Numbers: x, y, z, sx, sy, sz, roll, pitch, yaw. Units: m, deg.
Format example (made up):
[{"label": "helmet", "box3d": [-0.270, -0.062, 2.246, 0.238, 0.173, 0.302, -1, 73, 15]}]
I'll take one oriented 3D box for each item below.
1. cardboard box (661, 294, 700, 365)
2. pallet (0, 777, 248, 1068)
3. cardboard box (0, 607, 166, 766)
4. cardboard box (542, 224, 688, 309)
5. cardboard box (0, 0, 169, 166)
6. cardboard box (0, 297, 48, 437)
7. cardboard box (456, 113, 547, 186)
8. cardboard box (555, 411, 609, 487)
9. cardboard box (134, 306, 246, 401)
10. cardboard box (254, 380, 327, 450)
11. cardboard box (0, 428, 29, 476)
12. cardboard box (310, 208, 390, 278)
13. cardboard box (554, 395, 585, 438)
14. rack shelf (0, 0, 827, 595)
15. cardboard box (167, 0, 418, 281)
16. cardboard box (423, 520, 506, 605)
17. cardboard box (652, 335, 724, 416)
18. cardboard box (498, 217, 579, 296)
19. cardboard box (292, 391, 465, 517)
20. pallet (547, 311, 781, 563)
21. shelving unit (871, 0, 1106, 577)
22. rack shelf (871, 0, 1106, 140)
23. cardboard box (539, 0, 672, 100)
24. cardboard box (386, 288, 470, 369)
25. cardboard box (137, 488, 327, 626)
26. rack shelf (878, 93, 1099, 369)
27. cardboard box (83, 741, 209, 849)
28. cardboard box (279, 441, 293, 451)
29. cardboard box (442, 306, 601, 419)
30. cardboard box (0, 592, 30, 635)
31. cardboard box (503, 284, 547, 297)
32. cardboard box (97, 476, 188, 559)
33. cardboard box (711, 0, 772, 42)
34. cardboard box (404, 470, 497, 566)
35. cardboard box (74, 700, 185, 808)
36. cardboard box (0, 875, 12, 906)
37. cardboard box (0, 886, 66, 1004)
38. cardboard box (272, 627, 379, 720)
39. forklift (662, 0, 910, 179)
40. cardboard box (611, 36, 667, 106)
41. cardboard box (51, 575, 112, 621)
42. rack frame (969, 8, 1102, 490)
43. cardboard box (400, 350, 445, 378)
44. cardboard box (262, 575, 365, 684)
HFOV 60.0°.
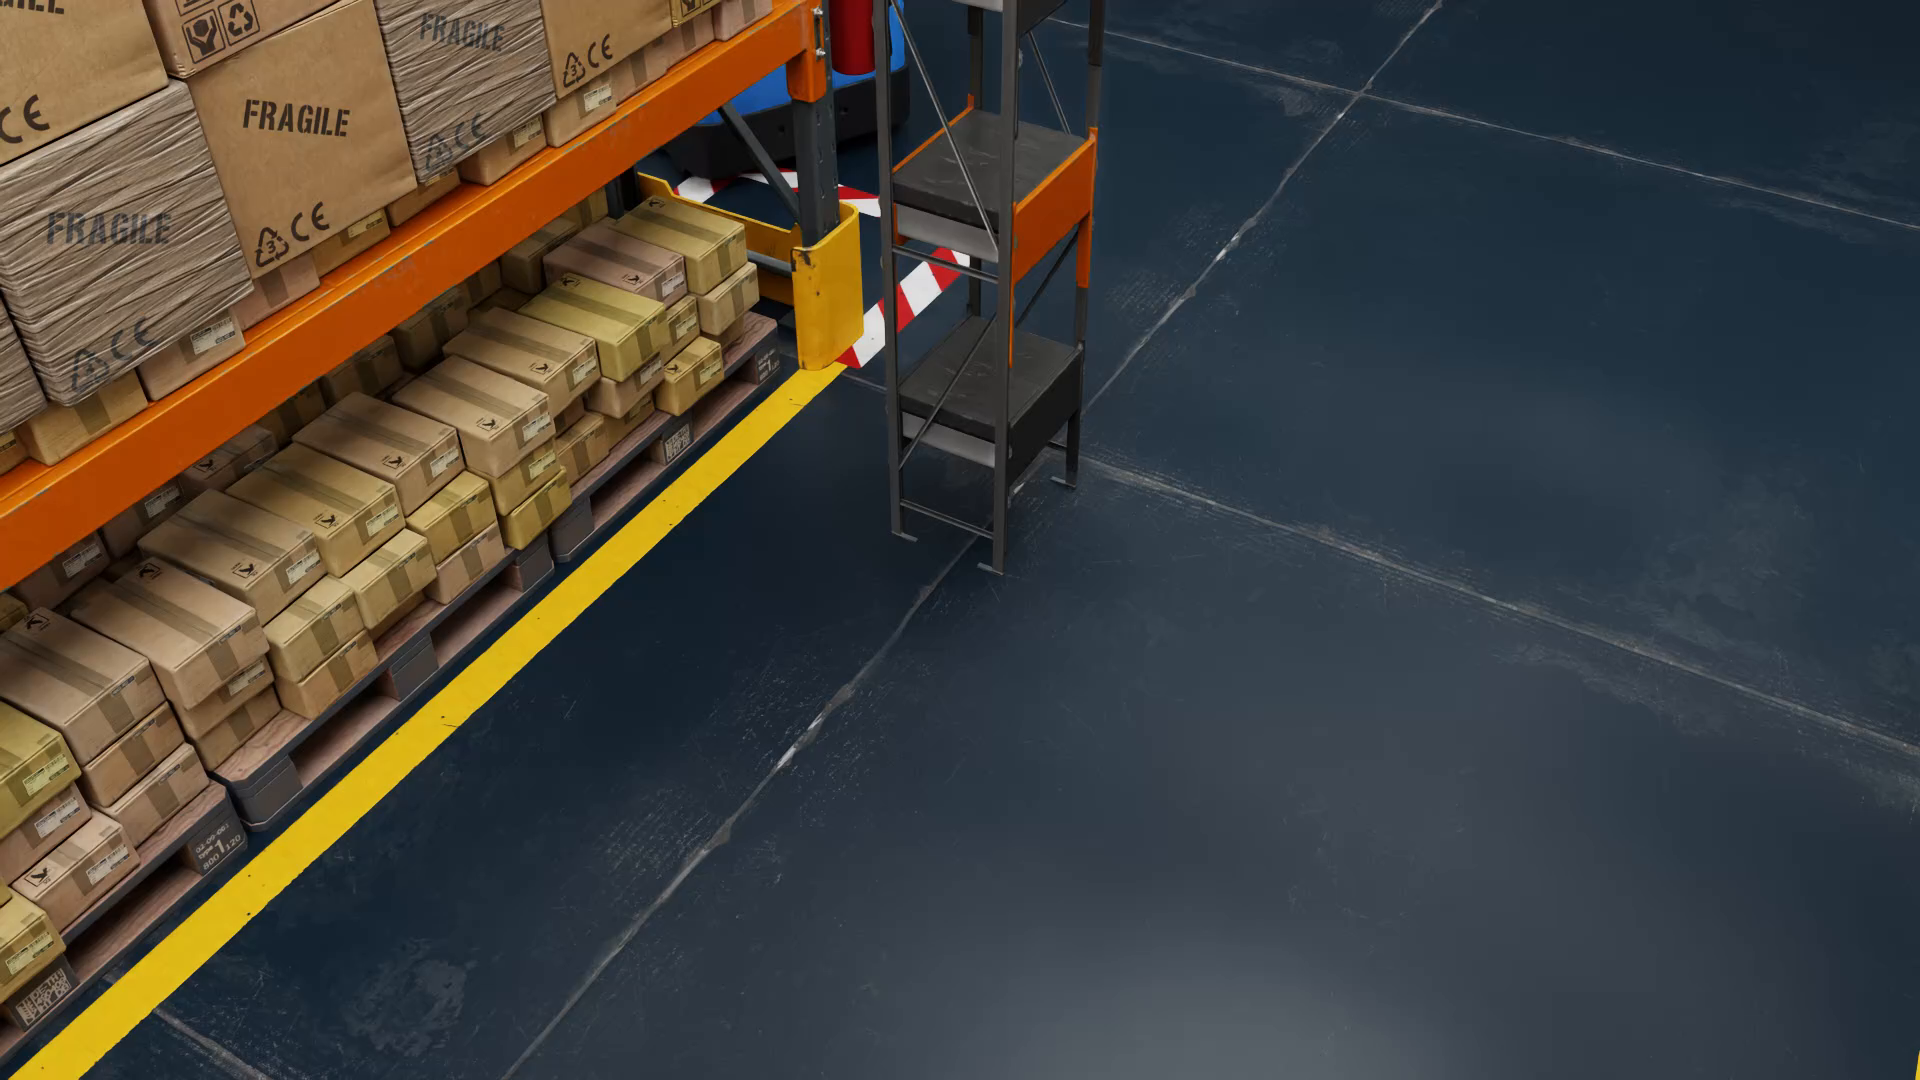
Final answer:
[{"label": "cardboard box", "box3d": [-1.077, -0.720, 5.412, 0.380, 0.149, 0.250, 20, 45, 21]}, {"label": "pallet", "box3d": [-2.579, 0.891, 4.079, 1.003, 0.211, 1.213, 21, 45, 22]}, {"label": "cardboard box", "box3d": [-2.149, 0.345, 3.978, 0.380, 0.149, 0.250, 20, 45, 21]}, {"label": "cardboard box", "box3d": [-1.104, -0.848, 5.333, 0.380, 0.149, 0.250, 22, 46, 23]}, {"label": "cardboard box", "box3d": [-1.923, -1.042, 3.106, 0.500, 0.500, 0.500, 22, 46, 23]}, {"label": "cardboard box", "box3d": [-2.177, -0.395, 3.128, 0.500, 0.500, 0.500, 21, 45, 22]}, {"label": "cardboard box", "box3d": [-1.336, -1.101, 4.421, 0.380, 0.149, 0.250, 19, 45, 20]}, {"label": "cardboard box", "box3d": [-1.326, -0.317, 5.180, 0.380, 0.149, 0.250, 21, 46, 22]}, {"label": "cardboard box", "box3d": [-1.843, -0.489, 3.726, 0.380, 0.149, 0.250, 23, 46, 24]}, {"label": "cardboard box", "box3d": [-2.081, -0.413, 4.838, 0.380, 0.149, 0.250, 22, 46, 23]}, {"label": "cardboard box", "box3d": [-2.166, -0.215, 3.415, 0.380, 0.149, 0.250, 19, 45, 20]}, {"label": "cardboard box", "box3d": [-1.641, -0.809, 4.089, 0.380, 0.149, 0.250, 22, 46, 23]}, {"label": "cardboard box", "box3d": [-1.382, -0.434, 5.087, 0.380, 0.149, 0.250, 20, 45, 22]}, {"label": "rack shelf", "box3d": [-1.884, -0.634, 4.245, 1.077, 0.370, 4.000, 21, 45, 22]}, {"label": "cardboard box", "box3d": [-1.651, -0.987, 3.801, 0.500, 0.500, 0.500, 23, 46, 24]}, {"label": "cardboard box", "box3d": [-1.553, -0.001, 4.821, 0.380, 0.149, 0.250, 22, 46, 23]}, {"label": "cardboard box", "box3d": [-1.007, -0.586, 5.485, 0.380, 0.149, 0.250, 22, 46, 23]}, {"label": "cardboard box", "box3d": [-1.473, -0.975, 5.476, 0.380, 0.149, 0.250, 22, 46, 23]}, {"label": "cardboard box", "box3d": [-1.622, -0.244, 4.647, 0.380, 0.149, 0.250, 19, 45, 21]}, {"label": "pallet", "box3d": [-1.358, -0.505, 5.664, 1.003, 0.211, 1.213, 21, 45, 22]}, {"label": "shelving unit", "box3d": [0.083, -0.883, 4.664, 0.431, 2.100, 0.503, 21, 45, 22]}, {"label": "rack shelf", "box3d": [0.083, -1.398, 4.210, 0.431, 0.518, 0.480, 21, 45, 22]}, {"label": "cardboard box", "box3d": [-1.147, -1.563, 4.454, 0.500, 0.500, 0.500, 20, 45, 21]}, {"label": "cardboard box", "box3d": [-1.762, -0.704, 5.168, 0.380, 0.149, 0.250, 19, 45, 20]}, {"label": "cardboard box", "box3d": [-1.886, 0.043, 4.321, 0.380, 0.149, 0.250, 19, 45, 20]}, {"label": "rack shelf", "box3d": [0.083, -0.872, 4.673, 0.431, 0.518, 0.480, 21, 45, 22]}, {"label": "cardboard box", "box3d": [-2.128, 0.577, 4.165, 0.380, 0.149, 0.250, 20, 45, 21]}, {"label": "cardboard box", "box3d": [-1.972, -0.263, 4.893, 0.380, 0.149, 0.250, 23, 46, 24]}, {"label": "cardboard box", "box3d": [-1.308, -0.531, 4.972, 0.380, 0.149, 0.250, 19, 45, 20]}, {"label": "cardboard box", "box3d": [-2.523, 0.213, 4.128, 0.380, 0.149, 0.250, 22, 46, 23]}, {"label": "cardboard box", "box3d": [-1.553, -0.895, 5.611, 0.380, 0.149, 0.250, 21, 45, 22]}, {"label": "cardboard box", "box3d": [-2.343, -0.131, 4.518, 0.380, 0.149, 0.250, 19, 45, 21]}, {"label": "cardboard box", "box3d": [-0.801, -1.674, 5.072, 0.380, 0.149, 0.250, 21, 46, 22]}, {"label": "cardboard box", "box3d": [-1.551, -0.113, 4.722, 0.380, 0.149, 0.250, 23, 46, 24]}, {"label": "cardboard box", "box3d": [-2.149, 0.460, 4.072, 0.380, 0.149, 0.250, 19, 45, 20]}, {"label": "cardboard box", "box3d": [-2.377, 0.765, 3.726, 0.380, 0.149, 0.250, 21, 46, 22]}, {"label": "cardboard box", "box3d": [-2.291, 0.898, 3.800, 0.380, 0.149, 0.250, 22, 46, 23]}, {"label": "cardboard box", "box3d": [-1.810, 0.294, 4.485, 0.380, 0.149, 0.250, 20, 45, 21]}, {"label": "forklift", "box3d": [-1.456, -3.522, 7.032, 1.130, 2.935, 3.031, -24, 47, -25]}, {"label": "cardboard box", "box3d": [-1.071, -1.396, 4.756, 0.380, 0.149, 0.250, 20, 45, 22]}, {"label": "cardboard box", "box3d": [-2.438, 0.174, 4.397, 0.380, 0.149, 0.250, 22, 46, 23]}, {"label": "rack frame", "box3d": [0.205, -1.022, 4.822, 0.400, 2.100, 0.015, 21, 45, 22]}, {"label": "cardboard box", "box3d": [-1.821, -0.615, 5.293, 0.380, 0.149, 0.250, 22, 46, 23]}, {"label": "cardboard box", "box3d": [-1.810, 0.187, 4.382, 0.380, 0.149, 0.250, 21, 45, 22]}]
